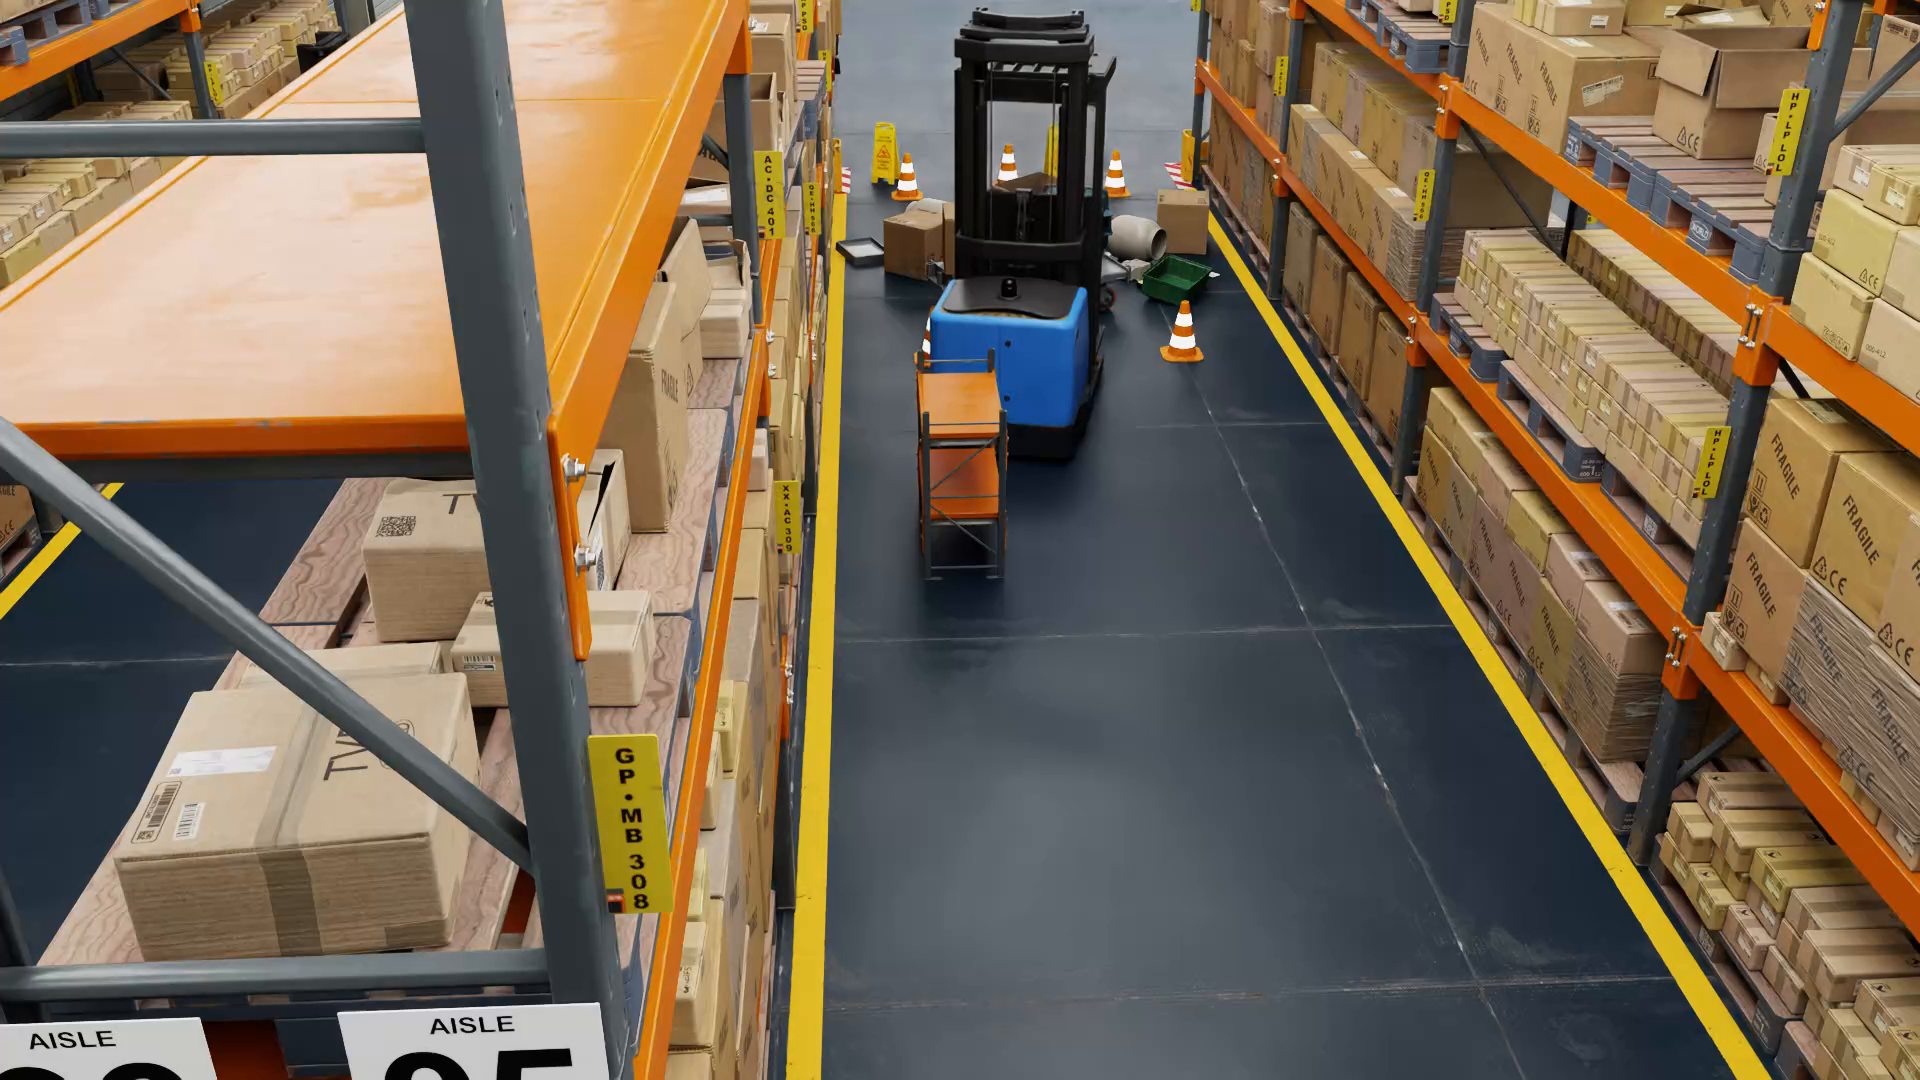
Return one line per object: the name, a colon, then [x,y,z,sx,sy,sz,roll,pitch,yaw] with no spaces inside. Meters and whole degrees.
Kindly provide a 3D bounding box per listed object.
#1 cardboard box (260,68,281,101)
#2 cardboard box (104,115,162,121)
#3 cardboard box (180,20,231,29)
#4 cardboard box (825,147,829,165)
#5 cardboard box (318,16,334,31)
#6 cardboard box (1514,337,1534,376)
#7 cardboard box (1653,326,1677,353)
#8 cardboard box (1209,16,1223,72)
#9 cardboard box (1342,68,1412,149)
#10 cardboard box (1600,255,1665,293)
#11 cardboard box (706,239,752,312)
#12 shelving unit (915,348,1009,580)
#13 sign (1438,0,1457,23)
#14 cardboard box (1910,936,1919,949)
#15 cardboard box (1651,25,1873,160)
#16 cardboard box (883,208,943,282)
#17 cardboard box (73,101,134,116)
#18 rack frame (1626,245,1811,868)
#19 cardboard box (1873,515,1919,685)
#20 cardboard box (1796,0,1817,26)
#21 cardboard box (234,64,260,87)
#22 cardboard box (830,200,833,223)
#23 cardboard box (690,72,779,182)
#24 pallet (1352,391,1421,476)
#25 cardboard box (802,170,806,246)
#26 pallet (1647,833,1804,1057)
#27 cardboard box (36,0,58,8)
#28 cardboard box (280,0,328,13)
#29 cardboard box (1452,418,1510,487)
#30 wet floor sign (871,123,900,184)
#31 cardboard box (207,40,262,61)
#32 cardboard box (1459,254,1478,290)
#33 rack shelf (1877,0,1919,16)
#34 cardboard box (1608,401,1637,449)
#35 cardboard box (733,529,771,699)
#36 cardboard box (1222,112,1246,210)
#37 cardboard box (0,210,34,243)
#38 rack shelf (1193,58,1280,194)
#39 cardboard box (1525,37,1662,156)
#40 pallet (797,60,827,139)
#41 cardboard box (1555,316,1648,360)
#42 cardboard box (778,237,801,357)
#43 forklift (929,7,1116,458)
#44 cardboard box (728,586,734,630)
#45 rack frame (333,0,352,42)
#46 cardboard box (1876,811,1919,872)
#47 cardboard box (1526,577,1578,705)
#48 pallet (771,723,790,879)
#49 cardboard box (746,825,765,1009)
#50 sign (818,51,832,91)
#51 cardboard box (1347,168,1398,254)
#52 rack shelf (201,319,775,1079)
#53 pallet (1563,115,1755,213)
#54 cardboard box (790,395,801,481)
cardboard box: [-6.459,-3.960,15.052,0.500,0.500,0.500,-2,28,-3]
cardboard box: [-6.394,-3.177,12.850,0.380,0.149,0.250,-1,28,-3]
cardboard box: [-7.070,-4.778,15.599,0.380,0.149,0.250,-2,28,-4]
cardboard box: [-1.405,-3.514,15.314,0.380,0.149,0.250,0,28,-1]
cardboard box: [-6.494,-5.139,16.611,0.380,0.149,0.250,-1,28,-2]
cardboard box: [3.360,-1.038,9.376,0.380,0.149,0.250,-1,28,-1]
cardboard box: [4.028,-1.065,9.106,0.380,0.149,0.250,-1,28,-1]
cardboard box: [3.125,-5.261,17.494,0.875,0.550,0.550,-1,28,-3]
cardboard box: [3.356,-3.306,12.717,0.700,0.500,0.500,-1,28,-2]
cardboard box: [3.986,-1.557,9.728,0.380,0.149,0.250,-1,28,-1]
cardboard box: [-0.898,-0.871,5.578,0.396,0.266,0.258,-1,28,-1]
shelving unit: [0.000,-0.496,10.546,0.538,1.125,1.048,-1,28,-3]
sign: [2.923,-3.255,9.922,0.100,0.325,0.005,-1,28,-3]
cardboard box: [3.974,1.502,6.674,0.380,0.149,0.250,-1,28,-1]
cardboard box: [3.737,-2.102,7.789,0.797,0.503,0.637,-2,28,-3]
cardboard box: [-0.366,-2.772,15.584,0.500,0.500,0.500,19,33,32]
cardboard box: [-6.822,-3.395,13.268,0.380,0.149,0.250,-2,28,-4]
rack frame: [3.687,0.177,7.230,1.000,3.000,0.127,-1,28,-3]
cardboard box: [3.505,0.244,5.590,0.500,0.500,0.500,-1,28,-2]
cardboard box: [7.902,-4.643,14.959,0.500,0.500,0.500,-1,28,-3]
cardboard box: [-6.375,-4.071,14.564,0.380,0.149,0.250,-1,28,-2]
cardboard box: [-1.515,-3.318,16.450,0.500,0.250,0.500,-2,28,-4]
cardboard box: [-1.008,-1.632,6.891,0.500,0.500,0.500,-2,28,-4]
pallet: [3.512,-0.800,12.118,1.003,0.211,1.213,-1,28,-3]
cardboard box: [-1.253,-2.080,10.673,0.500,0.500,0.500,-2,28,-4]
pallet: [3.757,1.722,7.282,1.003,0.211,1.213,-1,28,-3]
cardboard box: [-6.265,-3.798,10.937,0.500,0.500,0.500,-1,28,-1]
cardboard box: [-6.605,-5.381,16.754,0.380,0.149,0.250,-1,28,-3]
cardboard box: [3.299,-0.523,10.009,0.500,0.250,0.500,-2,28,-3]
wet floor sign: [-0.819,-4.269,18.299,0.267,0.644,0.232,8,29,15]
cardboard box: [-6.424,-4.325,14.730,0.380,0.149,0.250,-2,28,-3]
cardboard box: [3.303,-1.649,10.227,0.380,0.149,0.250,0,28,0]
rack shelf: [8.332,-3.678,12.155,1.077,0.370,4.000,-1,28,-3]
cardboard box: [3.425,-0.572,8.160,0.380,0.149,0.250,-2,28,-4]
cardboard box: [-0.933,0.301,5.802,0.500,0.500,0.500,-2,28,-3]
cardboard box: [3.210,-3.891,16.873,0.875,0.875,0.875,-2,28,-3]
cardboard box: [-6.155,-1.992,10.579,0.380,0.149,0.250,-1,28,-2]
rack shelf: [3.165,-4.123,16.251,1.077,0.370,4.000,-1,28,-3]
cardboard box: [3.306,-2.313,8.652,0.500,0.500,0.500,-1,28,-3]
pallet: [-1.374,-2.455,9.235,1.213,0.211,1.003,0,28,0]
cardboard box: [3.388,-1.069,8.792,0.380,0.149,0.250,-2,28,-3]
cardboard box: [-1.118,-1.293,8.859,0.500,0.500,0.500,-1,28,-3]
forklift: [0.546,-2.538,12.508,1.130,2.935,3.031,5,28,9]
cardboard box: [-0.929,0.173,5.346,0.380,0.149,0.250,-2,28,-3]
rack frame: [-6.835,-5.077,17.304,1.000,3.000,0.127,-1,28,-3]
cardboard box: [3.492,1.034,5.858,0.380,0.149,0.250,0,28,0]
cardboard box: [3.370,0.526,8.809,0.500,0.500,0.500,-2,28,-4]
pallet: [-1.367,1.225,8.236,1.003,0.211,1.213,-1,28,-3]
cardboard box: [-0.886,1.218,5.125,0.500,0.500,0.500,0,28,-1]
sign: [-1.115,-3.880,13.756,0.100,0.325,0.005,-1,28,-3]
cardboard box: [3.135,-2.378,12.019,0.500,0.500,0.500,-2,28,-4]
rack shelf: [-1.147,0.255,4.613,1.077,0.370,4.000,-1,28,-3]
pallet: [3.704,-1.837,8.049,1.213,0.211,1.003,-1,28,-3]
cardboard box: [-1.048,-0.496,8.141,0.500,0.250,0.500,-1,28,-2]
